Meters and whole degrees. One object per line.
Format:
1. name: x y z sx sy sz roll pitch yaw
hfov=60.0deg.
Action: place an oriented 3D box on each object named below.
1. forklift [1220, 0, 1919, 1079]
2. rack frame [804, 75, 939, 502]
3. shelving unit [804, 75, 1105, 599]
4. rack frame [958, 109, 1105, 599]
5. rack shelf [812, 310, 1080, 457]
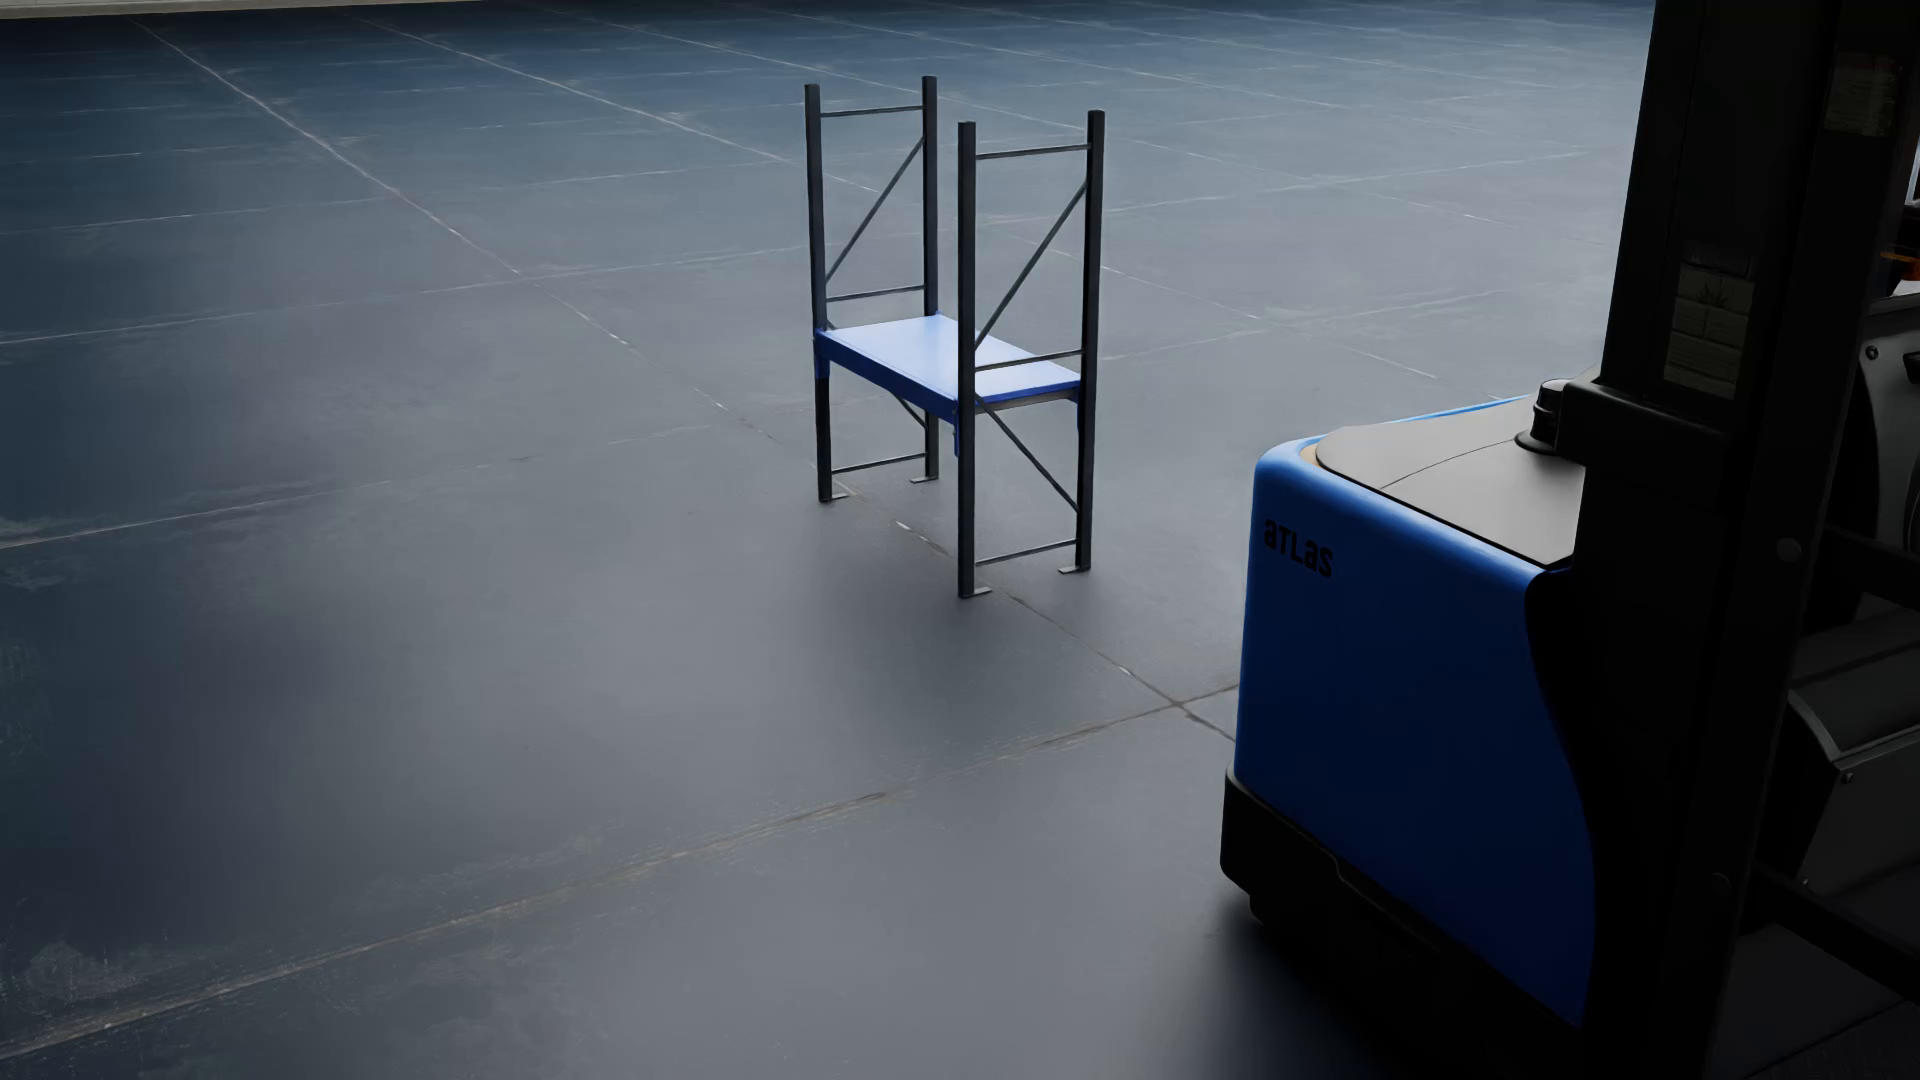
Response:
1. forklift: 1.742 -0.158 2.309 1.130 2.935 3.031 -12 25 -26
2. rack frame: -0.303 -0.887 6.002 0.500 1.500 0.032 -13 25 -28
3. shelving unit: -0.044 -0.722 5.597 0.538 1.500 1.048 -13 25 -28
4. rack frame: 0.216 -0.558 5.192 0.500 1.500 0.032 -13 25 -28
5. rack shelf: -0.044 -0.556 5.665 0.538 0.185 1.000 -13 25 -28
